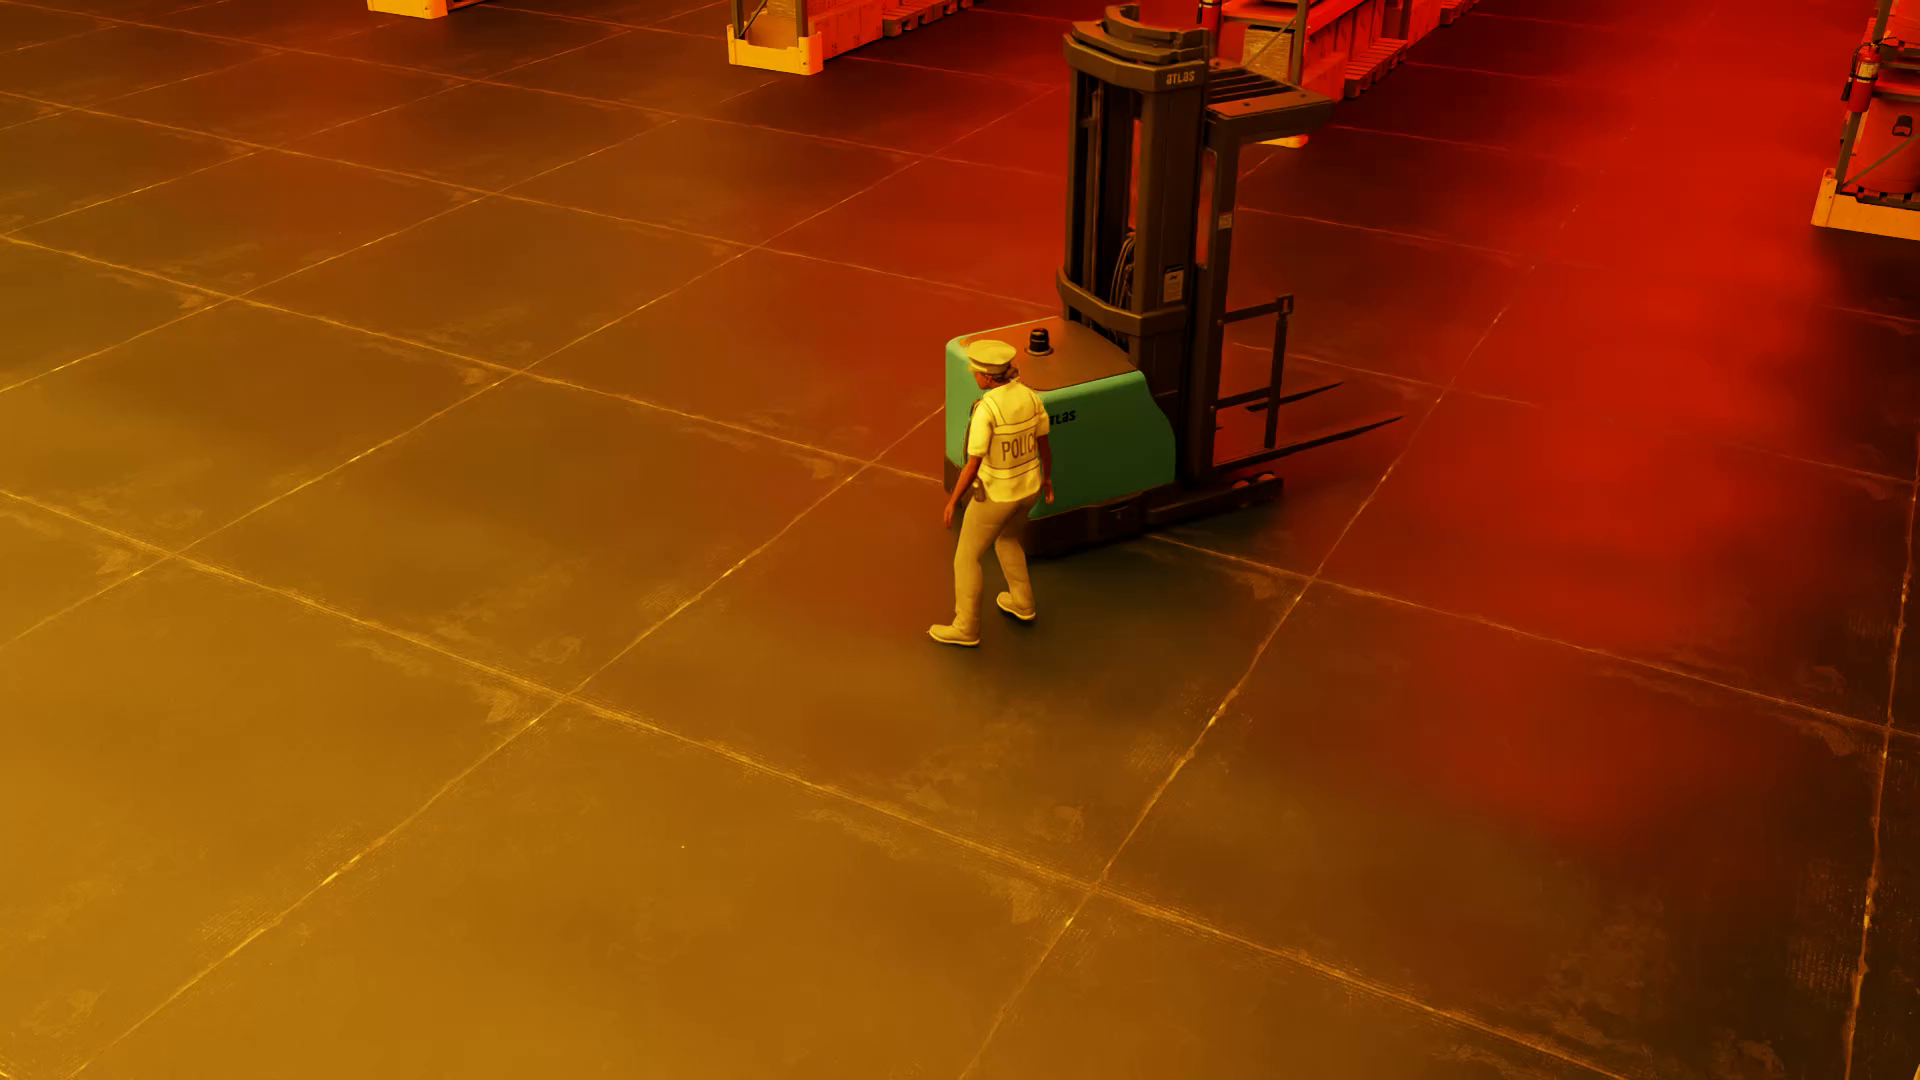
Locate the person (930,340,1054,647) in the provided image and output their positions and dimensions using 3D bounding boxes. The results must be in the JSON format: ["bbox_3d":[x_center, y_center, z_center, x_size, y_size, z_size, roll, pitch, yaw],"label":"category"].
[{"bbox_3d":[0.195,-0.248,8.804,0.391,1.632,0.727,26,39,37],"label":"person"}]

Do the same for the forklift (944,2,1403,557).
[{"bbox_3d":[1.443,-1.686,9.992,3.031,2.935,1.130,-15,33,-24],"label":"forklift"}]
